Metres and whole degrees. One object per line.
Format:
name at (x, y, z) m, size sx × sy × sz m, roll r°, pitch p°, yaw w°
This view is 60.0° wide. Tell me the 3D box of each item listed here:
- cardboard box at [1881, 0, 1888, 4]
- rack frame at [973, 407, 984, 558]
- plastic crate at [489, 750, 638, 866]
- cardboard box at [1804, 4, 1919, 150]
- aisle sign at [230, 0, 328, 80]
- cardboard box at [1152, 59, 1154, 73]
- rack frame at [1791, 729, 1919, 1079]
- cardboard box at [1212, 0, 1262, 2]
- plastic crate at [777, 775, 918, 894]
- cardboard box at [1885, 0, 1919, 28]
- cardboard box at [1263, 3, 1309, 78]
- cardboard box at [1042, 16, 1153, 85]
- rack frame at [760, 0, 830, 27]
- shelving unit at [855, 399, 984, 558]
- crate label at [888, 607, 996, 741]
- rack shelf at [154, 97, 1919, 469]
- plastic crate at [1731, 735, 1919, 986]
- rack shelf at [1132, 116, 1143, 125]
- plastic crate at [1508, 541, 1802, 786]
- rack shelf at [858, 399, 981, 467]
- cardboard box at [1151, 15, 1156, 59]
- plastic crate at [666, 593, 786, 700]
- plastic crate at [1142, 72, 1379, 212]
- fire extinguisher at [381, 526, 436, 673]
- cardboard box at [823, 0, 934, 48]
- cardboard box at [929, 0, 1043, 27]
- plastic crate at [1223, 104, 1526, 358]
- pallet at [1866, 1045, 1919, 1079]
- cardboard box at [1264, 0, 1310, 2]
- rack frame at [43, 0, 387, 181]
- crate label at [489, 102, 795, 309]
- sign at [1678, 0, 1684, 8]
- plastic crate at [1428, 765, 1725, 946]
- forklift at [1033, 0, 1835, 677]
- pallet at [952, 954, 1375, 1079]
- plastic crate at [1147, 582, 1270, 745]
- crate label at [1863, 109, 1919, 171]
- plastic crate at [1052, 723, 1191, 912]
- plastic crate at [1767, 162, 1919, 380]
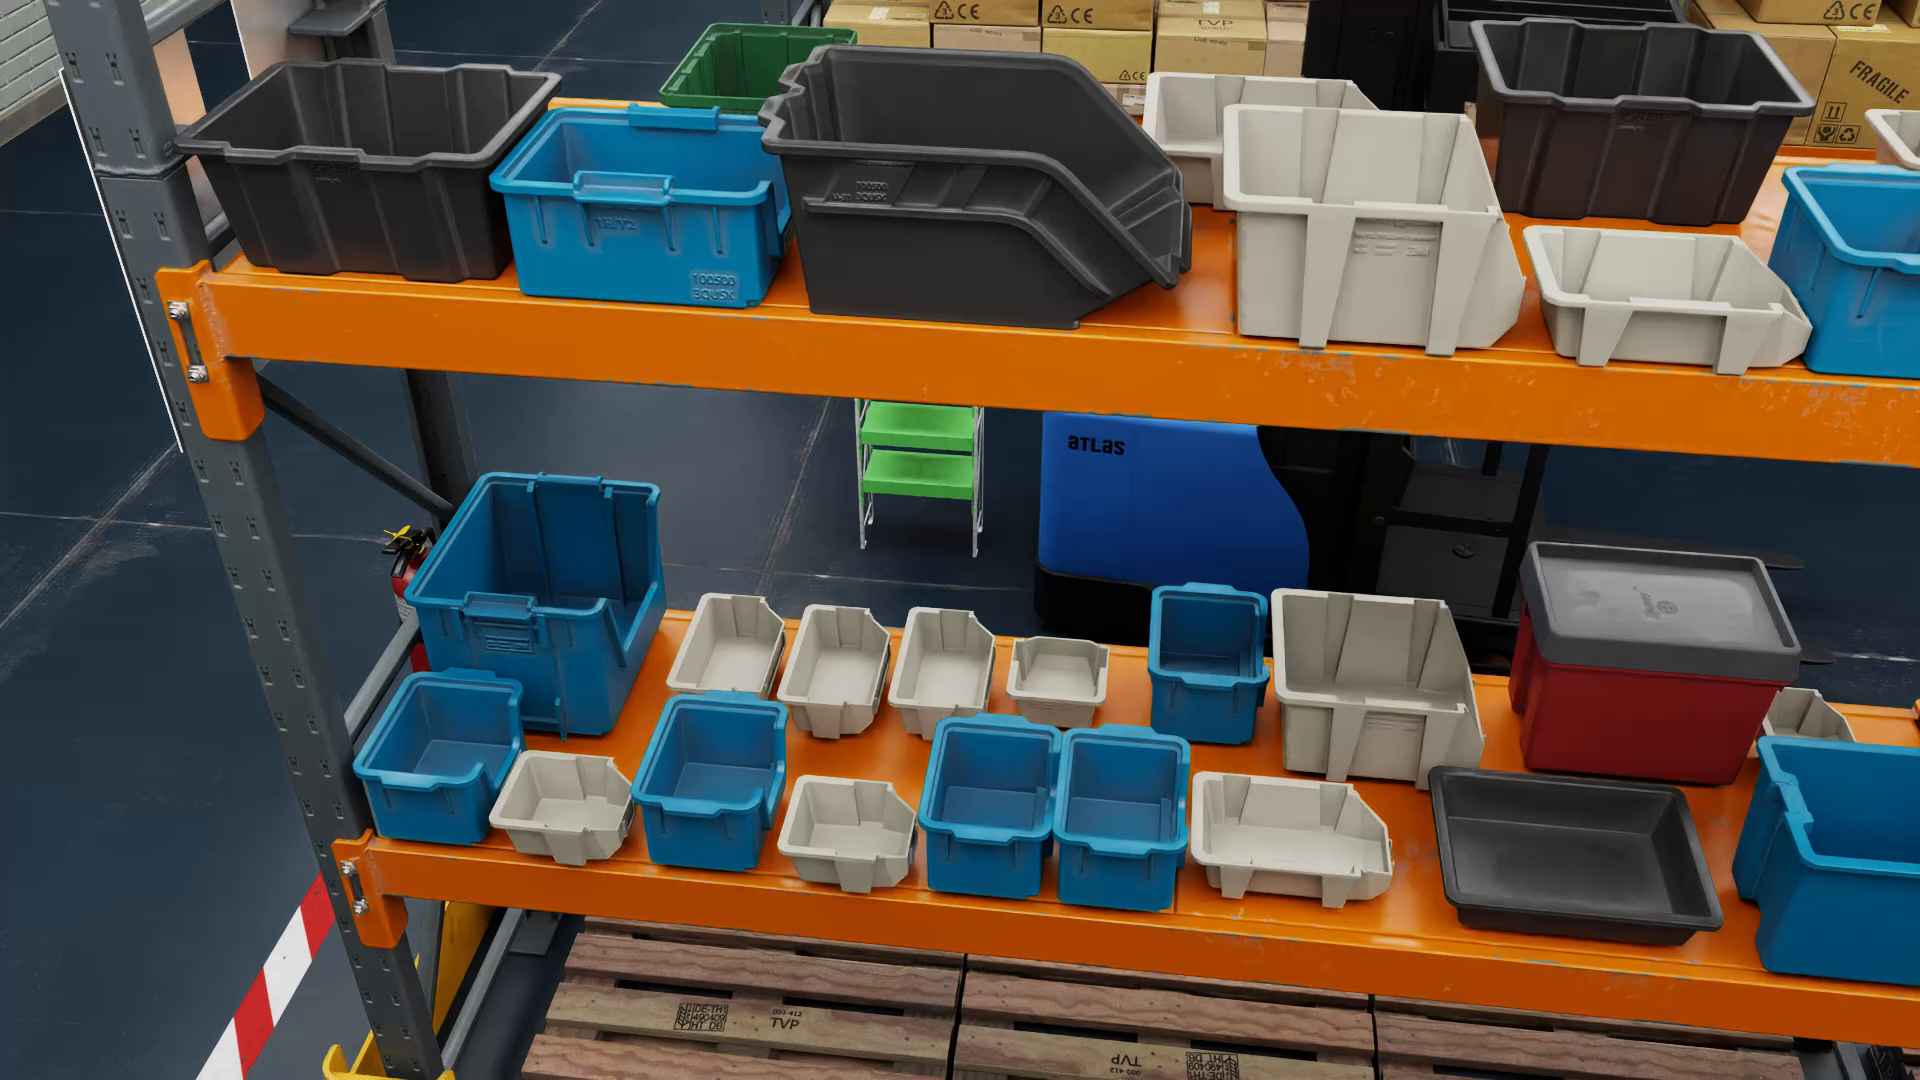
cardboard box at (4.151, -2.399, 7.943) m, size 0.500 × 0.500 × 0.500 m, roll 5°, pitch 36°, yaw 7°
rack frame at (0.078, -0.483, 6.893) m, size 0.015 × 1.200 × 0.240 m, roll 4°, pitch 36°, yaw 6°
plastic crate at (-0.925, 0.644, 3.941) m, size 0.298 × 0.136 × 0.250 m, roll 4°, pitch 36°, yaw 6°
cardboard box at (4.086, -2.102, 7.527) m, size 0.500 × 0.500 × 0.500 m, roll 4°, pitch 36°, yaw 6°
aisle sign at (-1.470, -0.951, 3.762) m, size 0.004 × 0.787 × 0.394 m, roll 4°, pitch 36°, yaw 6°
cardboard box at (1.031, -2.141, 7.883) m, size 0.250 × 0.149 × 0.380 m, roll 3°, pitch 36°, yaw 5°
rack frame at (2.532, 0.578, 3.859) m, size 0.127 × 3.000 × 1.000 m, roll 4°, pitch 36°, yaw 6°
cardboard box at (1.235, -2.638, 8.237) m, size 0.500 × 0.250 × 0.500 m, roll 4°, pitch 36°, yaw 6°
plastic crate at (-0.252, 0.694, 3.871) m, size 0.298 × 0.136 × 0.250 m, roll 4°, pitch 36°, yaw 6°
cardboard box at (4.476, -2.625, 7.397) m, size 0.637 × 0.503 × 0.797 m, roll 5°, pitch 36°, yaw 6°
cardboard box at (1.671, -2.292, 7.753) m, size 0.500 × 0.250 × 0.500 m, roll 5°, pitch 36°, yaw 7°
cardboard box at (0.651, -2.367, 7.858) m, size 0.500 × 0.250 × 0.500 m, roll 3°, pitch 36°, yaw 4°
rack frame at (-0.805, -2.572, 8.272) m, size 0.127 × 3.000 × 1.000 m, roll 4°, pitch 36°, yaw 6°
shelving unit at (-0.164, -0.501, 6.919) m, size 0.503 × 1.200 × 0.258 m, roll 4°, pitch 36°, yaw 6°
crate label at (-0.039, 0.357, 4.343) m, size 0.243 × 0.136 × 0.396 m, roll 4°, pitch 36°, yaw 6°
rack shelf at (0.548, -0.499, 3.404) m, size 4.000 × 0.370 × 1.077 m, roll 4°, pitch 36°, yaw 6°
plastic crate at (2.025, 0.722, 3.619) m, size 0.575 × 0.384 × 0.392 m, roll 4°, pitch 36°, yaw 6°
rack shelf at (1.179, -2.131, 8.274) m, size 4.000 × 0.370 × 1.077 m, roll 4°, pitch 36°, yaw 6°
plastic crate at (1.678, 0.316, 4.118) m, size 0.583 × 0.464 × 0.402 m, roll 4°, pitch 36°, yaw 6°
rack shelf at (-0.164, -0.449, 6.956) m, size 0.480 × 0.148 × 0.258 m, roll 4°, pitch 36°, yaw 6°
cardboard box at (0.861, -2.540, 8.443) m, size 0.250 × 0.149 × 0.380 m, roll 4°, pitch 36°, yaw 6°
plastic crate at (-0.604, 0.320, 4.394) m, size 0.243 × 0.136 × 0.396 m, roll 4°, pitch 36°, yaw 6°
plastic crate at (0.645, -0.822, 3.465) m, size 0.530 × 0.136 × 0.437 m, roll 4°, pitch 36°, yaw 6°
fire extinguisher at (-1.527, 0.192, 4.787) m, size 0.183 × 0.674 × 0.296 m, roll 4°, pitch 36°, yaw 6°
cardboard box at (-0.363, -2.441, 7.961) m, size 0.500 × 0.250 × 0.500 m, roll 3°, pitch 36°, yaw 5°
cardboard box at (0.133, -2.709, 7.692) m, size 0.500 × 0.500 × 0.500 m, roll 3°, pitch 36°, yaw 5°
plastic crate at (0.723, -0.549, 2.957) m, size 0.530 × 0.282 × 0.437 m, roll 4°, pitch 36°, yaw 6°
pallet at (3.292, 1.794, 4.555) m, size 1.213 × 0.211 × 1.003 m, roll 4°, pitch 36°, yaw 6°
cardboard box at (1.716, -2.901, 7.960) m, size 0.500 × 0.500 × 0.500 m, roll 3°, pitch 36°, yaw 4°
rack frame at (-1.436, -2.160, 2.531) m, size 0.127 × 3.000 × 1.000 m, roll 4°, pitch 36°, yaw 6°
crate label at (-0.562, -0.624, 3.089) m, size 0.502 × 0.251 × 0.408 m, roll 4°, pitch 36°, yaw 6°
sign at (3.093, -2.341, 7.135) m, size 0.005 × 0.325 × 0.100 m, roll 4°, pitch 36°, yaw 6°
plastic crate at (1.387, 0.737, 3.820) m, size 0.590 × 0.125 × 0.437 m, roll 4°, pitch 36°, yaw 6°
forklift at (1.869, -0.929, 6.028) m, size 3.031 × 2.935 × 1.130 m, roll 7°, pitch 36°, yaw 10°
pallet at (0.584, 1.592, 4.838) m, size 1.213 × 0.211 × 1.003 m, roll 4°, pitch 36°, yaw 6°
plastic crate at (0.634, 0.329, 4.299) m, size 0.300 × 0.233 × 0.416 m, roll 4°, pitch 36°, yaw 6°
crate label at (2.083, -0.739, 3.348) m, size 0.466 × 0.136 × 0.293 m, roll 4°, pitch 36°, yaw 6°
plastic crate at (0.371, 0.653, 3.846) m, size 0.300 × 0.233 × 0.416 m, roll 4°, pitch 36°, yaw 6°
plastic crate at (1.588, -0.459, 2.873) m, size 0.300 × 0.233 × 0.416 m, roll 4°, pitch 36°, yaw 6°
